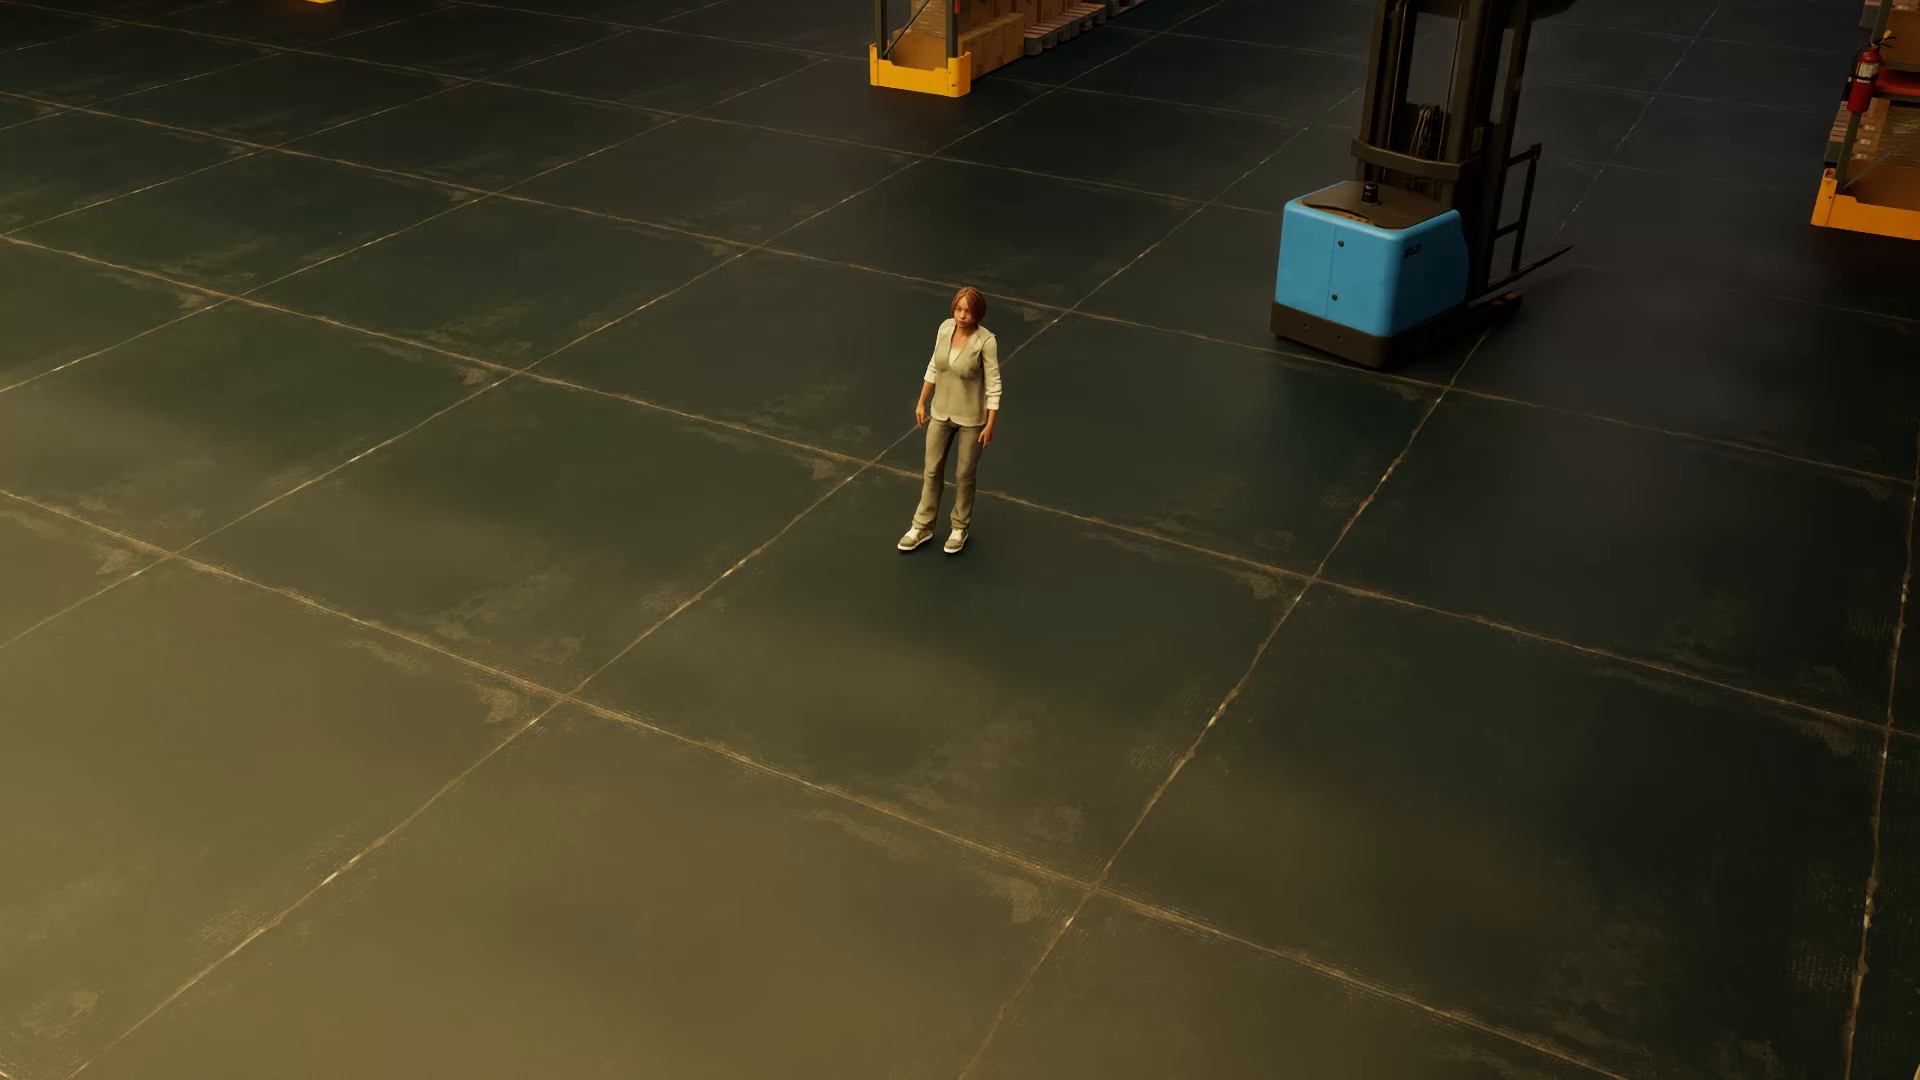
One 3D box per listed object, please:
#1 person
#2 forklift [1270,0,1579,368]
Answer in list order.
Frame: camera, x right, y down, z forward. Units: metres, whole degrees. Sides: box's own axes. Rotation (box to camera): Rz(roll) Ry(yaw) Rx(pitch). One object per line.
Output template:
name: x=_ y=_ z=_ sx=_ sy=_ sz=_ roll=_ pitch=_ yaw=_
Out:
person: x=-0.048 y=-0.669 z=9.550 sx=0.520 sy=1.597 sz=0.475 roll=15 pitch=33 yaw=25
forklift: x=3.771 y=-3.136 z=12.505 sx=3.031 sy=2.935 sz=1.130 roll=-25 pitch=38 yaw=-36
